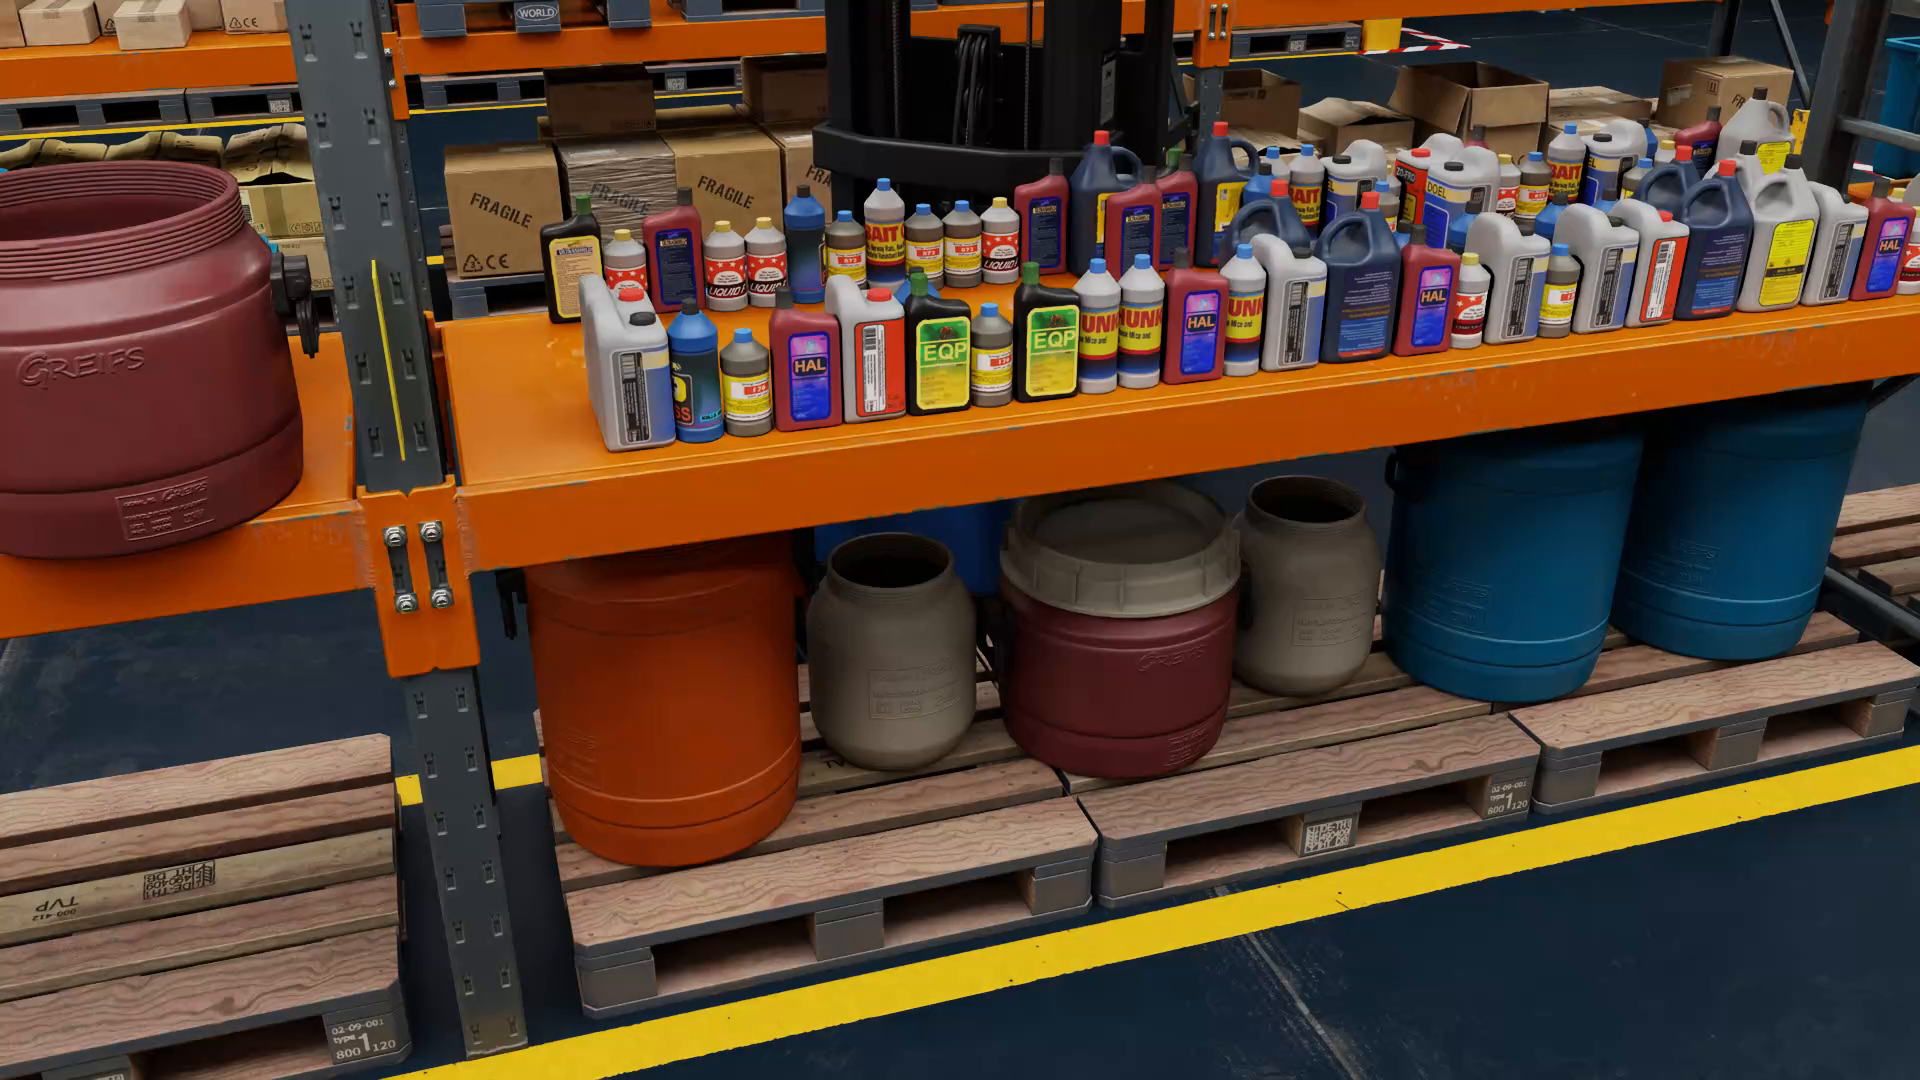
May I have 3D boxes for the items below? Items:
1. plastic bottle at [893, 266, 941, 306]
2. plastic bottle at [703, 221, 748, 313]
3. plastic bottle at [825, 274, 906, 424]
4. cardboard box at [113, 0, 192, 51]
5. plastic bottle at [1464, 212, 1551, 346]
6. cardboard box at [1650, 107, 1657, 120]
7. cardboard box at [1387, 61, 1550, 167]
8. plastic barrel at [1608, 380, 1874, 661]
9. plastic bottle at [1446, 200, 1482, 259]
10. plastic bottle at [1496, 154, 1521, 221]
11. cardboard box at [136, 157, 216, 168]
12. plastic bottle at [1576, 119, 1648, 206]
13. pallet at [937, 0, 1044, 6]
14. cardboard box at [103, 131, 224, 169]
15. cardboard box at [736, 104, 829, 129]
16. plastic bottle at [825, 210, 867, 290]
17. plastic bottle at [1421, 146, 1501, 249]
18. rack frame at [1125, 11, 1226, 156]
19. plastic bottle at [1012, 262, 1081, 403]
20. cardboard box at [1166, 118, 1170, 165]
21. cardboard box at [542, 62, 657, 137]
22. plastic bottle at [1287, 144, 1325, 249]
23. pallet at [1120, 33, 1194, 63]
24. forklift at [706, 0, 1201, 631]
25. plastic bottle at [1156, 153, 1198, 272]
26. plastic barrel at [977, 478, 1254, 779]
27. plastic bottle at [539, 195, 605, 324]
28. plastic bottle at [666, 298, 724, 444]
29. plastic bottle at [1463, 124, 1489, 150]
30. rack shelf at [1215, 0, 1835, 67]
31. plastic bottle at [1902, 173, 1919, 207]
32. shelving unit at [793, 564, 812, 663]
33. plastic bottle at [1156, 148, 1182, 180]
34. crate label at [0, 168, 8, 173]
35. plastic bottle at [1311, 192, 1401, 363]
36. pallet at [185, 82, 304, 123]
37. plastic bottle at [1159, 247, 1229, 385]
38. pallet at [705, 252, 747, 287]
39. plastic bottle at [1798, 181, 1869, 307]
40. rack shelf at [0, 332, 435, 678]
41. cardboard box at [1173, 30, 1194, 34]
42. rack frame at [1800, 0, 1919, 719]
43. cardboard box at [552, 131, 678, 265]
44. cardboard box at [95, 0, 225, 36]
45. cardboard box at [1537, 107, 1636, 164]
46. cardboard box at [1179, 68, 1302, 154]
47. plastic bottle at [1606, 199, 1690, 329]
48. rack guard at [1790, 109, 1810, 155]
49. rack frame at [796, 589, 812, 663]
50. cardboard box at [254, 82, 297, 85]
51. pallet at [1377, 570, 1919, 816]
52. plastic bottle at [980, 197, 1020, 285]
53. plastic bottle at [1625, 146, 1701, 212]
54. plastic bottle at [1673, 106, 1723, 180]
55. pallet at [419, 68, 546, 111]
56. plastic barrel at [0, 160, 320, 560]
[{"bbox_3d":[-0.087,-0.418,3.362,0.097,0.271,0.097,0,26,0],"label":"plastic bottle"},{"bbox_3d":[-0.551,-0.645,3.900,0.097,0.201,0.097,0,26,0],"label":"plastic bottle"},{"bbox_3d":[-0.186,-0.389,3.301,0.135,0.276,0.152,-8,28,-16],"label":"plastic bottle"},{"bbox_3d":[-3.438,-2.200,7.091,0.250,0.149,0.380,-8,28,-16],"label":"cardboard box"},{"bbox_3d":[1.215,-0.593,3.710,0.135,0.276,0.152,-8,28,-16],"label":"plastic bottle"},{"bbox_3d":[4.196,-2.636,10.378,0.250,0.166,0.380,-8,28,-16],"label":"cardboard box"},{"bbox_3d":[2.920,-2.444,9.612,0.637,0.503,0.797,-8,28,-16],"label":"cardboard box"},{"bbox_3d":[2.143,-0.190,4.646,0.708,0.901,0.600,-8,28,-16],"label":"plastic barrel"},{"bbox_3d":[1.159,-0.641,3.812,0.097,0.271,0.097,0,26,0],"label":"plastic bottle"},{"bbox_3d":[1.456,-0.936,4.486,0.097,0.201,0.097,0,26,0],"label":"plastic bottle"},{"bbox_3d":[-3.582,-1.510,7.408,0.500,0.311,0.500,-9,28,-17],"label":"cardboard box"},{"bbox_3d":[1.759,-1.001,4.532,0.135,0.276,0.152,-8,28,-16],"label":"plastic bottle"},{"bbox_3d":[0.341,-2.954,8.543,1.213,0.211,1.003,-8,28,-16],"label":"pallet"},{"bbox_3d":[-3.754,-1.737,7.865,0.500,0.311,0.500,-9,28,-17],"label":"cardboard box"},{"bbox_3d":[-0.863,-2.005,8.731,0.500,0.500,0.500,-9,28,-18],"label":"cardboard box"},{"bbox_3d":[-0.273,-0.686,3.981,0.097,0.201,0.097,0,26,0],"label":"plastic bottle"},{"bbox_3d":[1.274,-0.859,4.247,0.135,0.276,0.152,-8,28,-16],"label":"plastic bottle"},{"bbox_3d":[1.135,-3.104,8.629,0.127,3.000,1.000,-8,28,-16],"label":"rack frame"},{"bbox_3d":[0.174,-0.424,3.361,0.133,0.283,0.061,-8,28,-16],"label":"plastic bottle"},{"bbox_3d":[0.755,-1.992,8.706,0.500,0.500,0.500,-8,28,-16],"label":"cardboard box"},{"bbox_3d":[-1.800,-2.204,8.290,0.500,0.250,0.500,-7,27,-14],"label":"cardboard box"},{"bbox_3d":[0.888,-0.885,4.304,0.097,0.271,0.097,0,26,0],"label":"plastic bottle"},{"bbox_3d":[1.507,-4.190,13.953,1.213,0.211,1.003,-8,28,-16],"label":"pallet"},{"bbox_3d":[0.242,-1.570,5.617,1.130,2.935,3.031,11,28,20],"label":"forklift"},{"bbox_3d":[0.523,-0.818,4.155,0.133,0.283,0.061,-8,28,-16],"label":"plastic bottle"},{"bbox_3d":[0.396,0.203,4.206,0.708,0.588,0.600,-8,28,-16],"label":"plastic barrel"},{"bbox_3d":[-0.885,-0.642,3.802,0.133,0.283,0.061,-8,28,-16],"label":"plastic bottle"},{"bbox_3d":[-0.508,-0.328,3.182,0.097,0.271,0.097,0,26,0],"label":"plastic bottle"},{"bbox_3d":[1.340,-0.965,4.451,0.133,0.283,0.061,-8,28,-16],"label":"plastic bottle"},{"bbox_3d":[3.037,-3.057,9.344,4.000,0.370,1.077,-8,28,-16],"label":"rack shelf"},{"bbox_3d":[2.391,-0.763,4.053,0.135,0.276,0.152,-8,28,-16],"label":"plastic bottle"},{"bbox_3d":[-0.695,-0.094,4.590,0.503,1.200,0.258,-10,28,-19],"label":"shelving unit"},{"bbox_3d":[0.504,-0.843,4.207,0.133,0.283,0.061,-8,28,-16],"label":"plastic bottle"},{"bbox_3d":[-2.166,-0.452,3.247,0.616,0.435,0.502,-8,28,-16],"label":"crate label"},{"bbox_3d":[0.845,-0.571,3.581,0.185,0.351,0.144,-8,28,-16],"label":"plastic bottle"},{"bbox_3d":[-4.949,-3.291,12.142,1.213,0.211,1.003,-8,28,-16],"label":"pallet"},{"bbox_3d":[0.486,-0.469,3.452,0.133,0.283,0.061,-8,28,-16],"label":"plastic bottle"},{"bbox_3d":[-0.789,-1.557,8.650,1.213,0.211,1.003,-8,28,-16],"label":"pallet"},{"bbox_3d":[2.043,-0.712,3.951,0.135,0.276,0.152,-8,28,-16],"label":"plastic bottle"},{"bbox_3d":[-3.040,0.139,2.905,4.000,0.370,1.077,-8,28,-16],"label":"rack shelf"},{"bbox_3d":[1.812,-4.540,13.861,0.500,0.500,0.700,-9,28,-18],"label":"cardboard box"},{"bbox_3d":[2.665,-1.009,4.410,0.127,3.000,1.000,-8,28,-16],"label":"rack frame"},{"bbox_3d":[-1.651,-1.647,8.011,0.500,0.500,0.500,-9,28,-18],"label":"cardboard box"},{"bbox_3d":[-3.579,-2.472,7.456,0.500,0.311,0.500,-9,28,-17],"label":"cardboard box"},{"bbox_3d":[3.585,-2.323,9.654,0.500,0.250,0.500,-8,28,-16],"label":"cardboard box"},{"bbox_3d":[1.589,-2.380,9.487,0.500,0.500,0.500,-8,28,-16],"label":"cardboard box"},{"bbox_3d":[1.564,-0.643,3.811,0.135,0.276,0.152,-8,28,-16],"label":"plastic bottle"},{"bbox_3d":[4.866,-2.525,10.274,0.348,0.500,1.175,-8,28,-16],"label":"rack guard"},{"bbox_3d":[-0.468,-0.134,4.670,0.015,1.200,0.240,-10,28,-19],"label":"rack frame"},{"bbox_3d":[-4.874,-3.603,11.951,0.500,0.500,0.700,-8,27,-15],"label":"cardboard box"},{"bbox_3d":[1.919,0.328,4.851,1.213,0.211,1.003,-8,28,-16],"label":"pallet"},{"bbox_3d":[0.097,-0.739,4.089,0.097,0.201,0.097,0,26,0],"label":"plastic bottle"},{"bbox_3d":[1.672,-0.758,3.958,0.185,0.351,0.144,-8,28,-16],"label":"plastic bottle"},{"bbox_3d":[2.058,-1.069,4.660,0.133,0.283,0.061,-8,28,-16],"label":"plastic bottle"},{"bbox_3d":[-3.433,-3.475,12.512,1.213,0.211,1.003,-8,28,-16],"label":"pallet"},{"bbox_3d":[-1.485,-0.327,2.883,0.708,0.536,0.600,-8,28,-16],"label":"plastic barrel"}]
